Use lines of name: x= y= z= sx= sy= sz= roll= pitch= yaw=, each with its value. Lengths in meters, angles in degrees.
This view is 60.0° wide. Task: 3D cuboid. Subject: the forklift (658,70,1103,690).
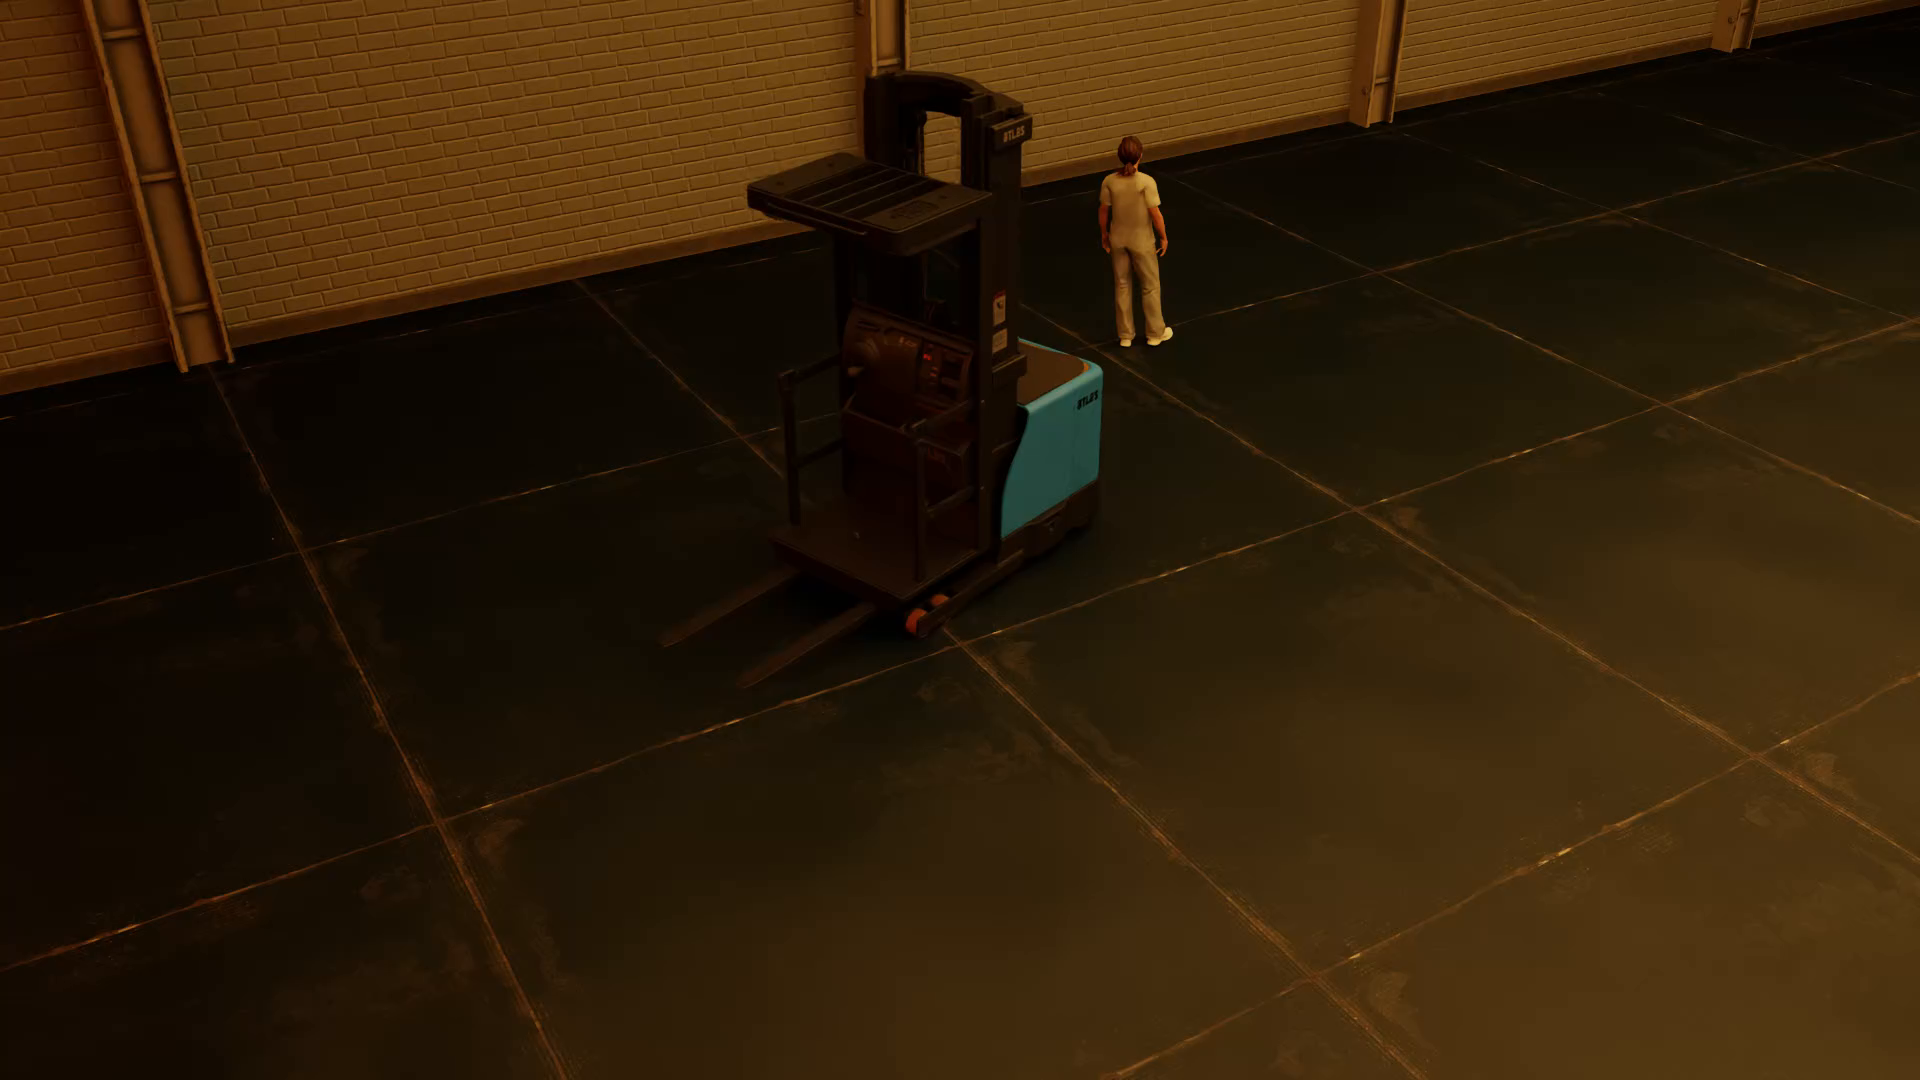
forklift: x=-0.435 y=-0.987 z=9.295 sx=1.130 sy=2.935 sz=3.031 roll=23 pitch=38 yaw=33

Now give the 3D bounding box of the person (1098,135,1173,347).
person: x=1.340 y=-2.283 z=12.670 sx=0.549 sy=1.674 sz=0.549 roll=14 pitch=34 yaw=22
